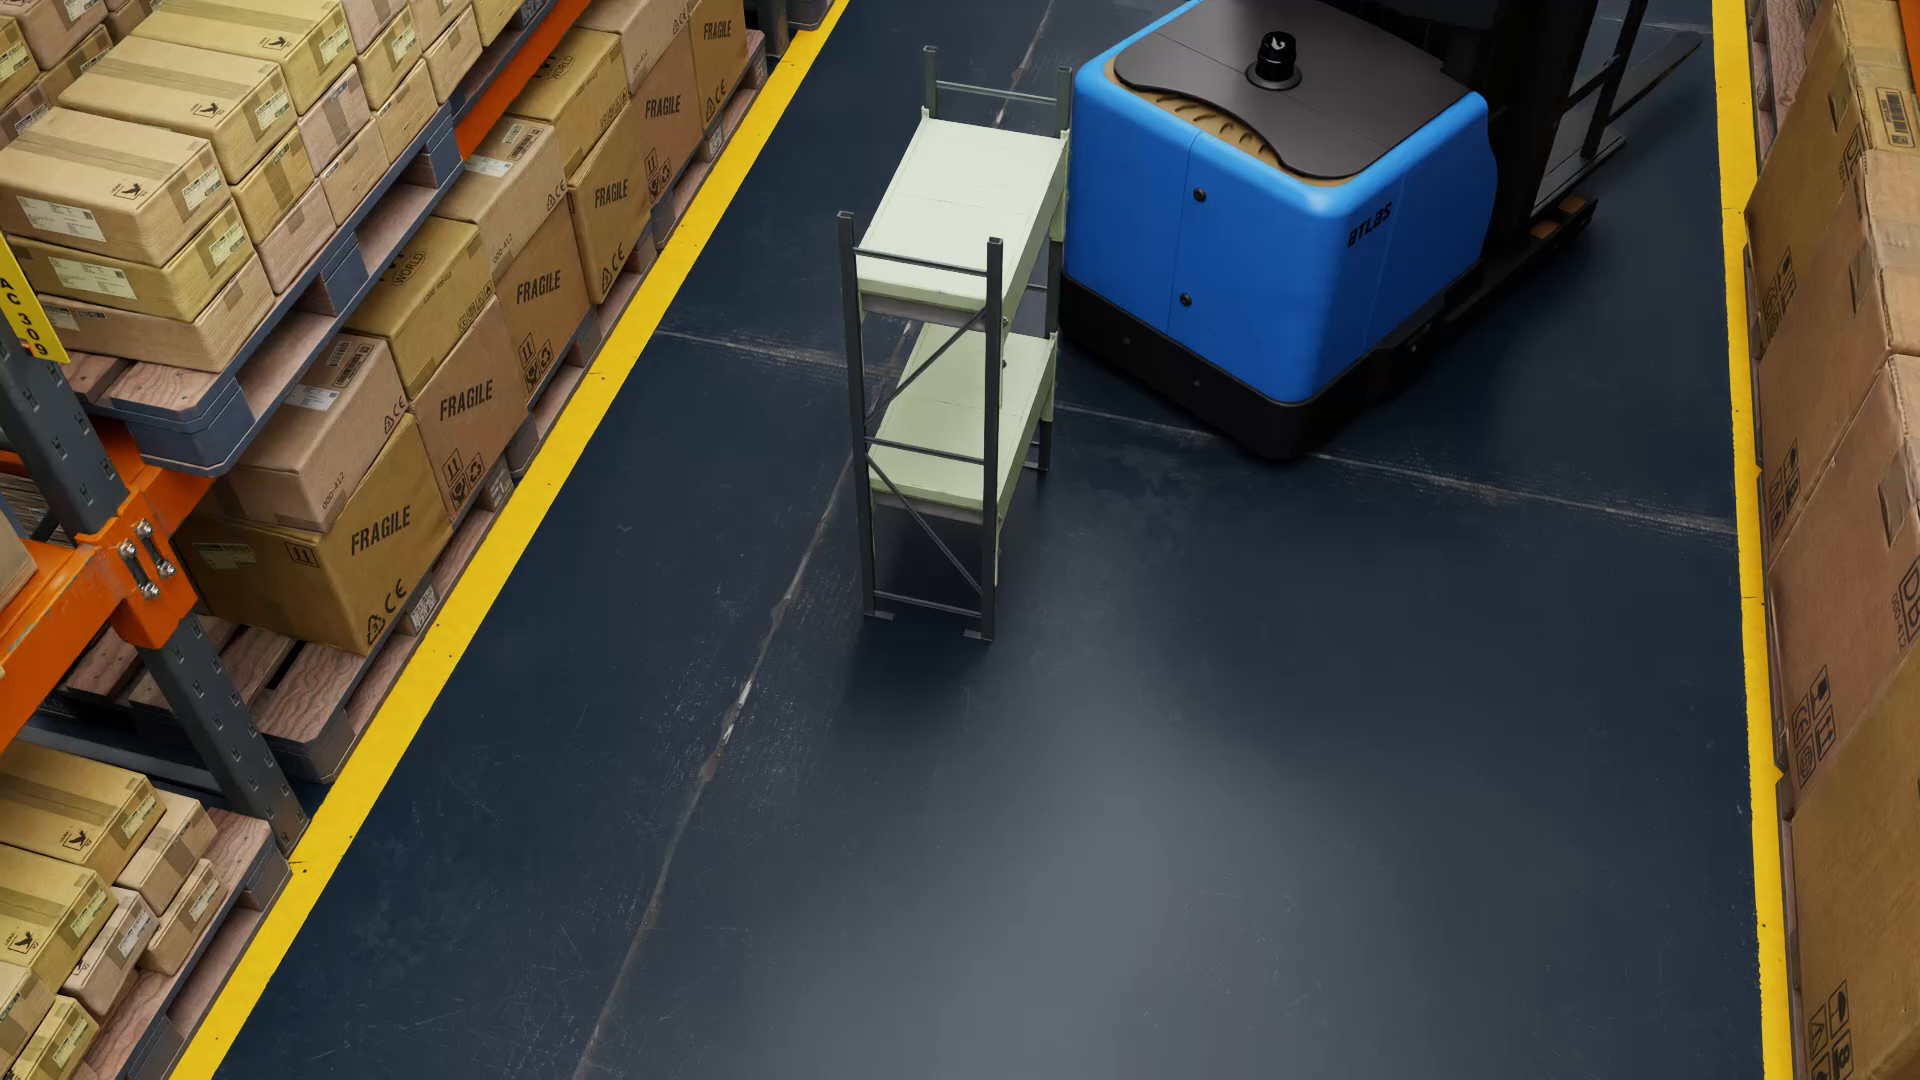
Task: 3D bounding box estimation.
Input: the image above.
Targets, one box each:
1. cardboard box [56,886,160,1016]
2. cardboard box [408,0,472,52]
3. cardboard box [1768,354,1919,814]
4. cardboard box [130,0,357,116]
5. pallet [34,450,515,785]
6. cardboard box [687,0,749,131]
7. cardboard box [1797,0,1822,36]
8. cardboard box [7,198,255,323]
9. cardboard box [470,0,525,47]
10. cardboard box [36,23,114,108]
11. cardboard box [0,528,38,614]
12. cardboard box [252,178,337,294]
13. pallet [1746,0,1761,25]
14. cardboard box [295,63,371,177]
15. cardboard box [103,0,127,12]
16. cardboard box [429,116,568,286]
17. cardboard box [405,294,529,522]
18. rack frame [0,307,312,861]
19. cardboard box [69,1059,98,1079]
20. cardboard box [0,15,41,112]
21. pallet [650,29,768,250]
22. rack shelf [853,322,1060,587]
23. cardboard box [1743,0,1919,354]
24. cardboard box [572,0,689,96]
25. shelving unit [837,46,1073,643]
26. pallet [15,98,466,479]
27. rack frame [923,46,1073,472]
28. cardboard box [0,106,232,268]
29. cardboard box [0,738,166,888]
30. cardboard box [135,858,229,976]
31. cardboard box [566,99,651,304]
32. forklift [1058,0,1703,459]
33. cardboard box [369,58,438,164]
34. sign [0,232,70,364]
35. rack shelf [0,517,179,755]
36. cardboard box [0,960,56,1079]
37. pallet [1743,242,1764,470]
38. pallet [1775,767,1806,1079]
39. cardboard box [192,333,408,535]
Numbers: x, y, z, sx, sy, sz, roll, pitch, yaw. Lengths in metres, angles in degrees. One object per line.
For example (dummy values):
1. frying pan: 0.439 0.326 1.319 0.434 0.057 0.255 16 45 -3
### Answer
1. cardboard box: -2.115 0.923 3.857 0.380 0.149 0.250 9 49 8
2. cardboard box: -1.461 -1.378 4.155 0.380 0.149 0.250 13 50 12
3. cardboard box: 2.863 0.231 4.182 1.225 0.875 0.875 10 49 9
4. cardboard box: -1.594 -1.106 3.716 0.380 0.149 0.250 12 50 10
5. pallet: -2.076 0.088 5.032 1.003 0.211 1.213 12 50 10
6. cardboard box: -1.147 -1.949 6.357 0.500 0.500 0.500 11 50 10
7. cardboard box: 3.823 -2.324 6.674 0.700 0.500 0.500 8 49 7
8. cardboard box: -1.732 -0.620 3.486 0.380 0.149 0.250 12 50 11
9. cardboard box: -1.393 -1.467 4.432 0.380 0.149 0.250 11 49 9
10. cardboard box: -2.229 -1.122 3.929 0.380 0.149 0.250 14 50 12
11. cardboard box: -2.129 0.064 3.360 0.380 0.149 0.250 11 50 10
12. cardboard box: -1.664 -0.723 3.775 0.380 0.149 0.250 12 50 11
13. pallet: 4.062 -2.635 7.435 1.003 0.211 1.213 12 50 10
14. cardboard box: -1.598 -0.995 3.816 0.380 0.149 0.250 13 50 11
15. cardboard box: -2.153 -1.424 3.997 0.380 0.149 0.250 11 50 10
16. cardboard box: -1.554 -1.067 5.078 0.500 0.250 0.500 13 50 11
17. cardboard box: -1.691 -0.448 5.032 0.500 0.500 0.500 14 50 12
18. rack frame: -2.279 -0.271 3.489 1.000 3.000 0.127 12 50 10
19. cardboard box: -2.210 1.259 3.759 0.380 0.149 0.250 10 49 9
20. cardboard box: -2.292 -1.048 3.665 0.380 0.149 0.250 10 49 9
21. pallet: -1.434 -1.677 6.589 1.003 0.211 1.213 12 50 10
22. rack shelf: 0.002 -0.285 4.936 0.431 0.370 0.720 12 50 10
23. cardboard box: 3.330 -1.054 5.316 1.225 0.875 0.875 9 49 8
24. cardboard box: -1.276 -1.811 5.735 0.500 0.250 0.500 12 50 11
25. shelving unit: 0.002 -0.501 4.692 0.431 1.500 0.755 12 50 10
26. pallet: -1.938 -0.732 4.023 1.003 0.211 1.213 12 50 10
27. rack frame: 0.098 -0.766 4.926 0.400 1.500 0.023 12 50 10
28. cardboard box: -1.732 -0.718 3.374 0.380 0.149 0.250 14 50 12
29. cardboard box: -2.122 0.645 3.905 0.380 0.149 0.250 13 50 11
30. cardboard box: -2.054 0.884 4.091 0.380 0.149 0.250 12 50 11
31. cardboard box: -1.411 -1.188 5.685 0.500 0.500 0.500 10 49 8
32. forklift: 1.725 -2.236 5.268 1.130 2.935 3.031 36 58 28
33. cardboard box: -1.528 -1.085 4.094 0.380 0.149 0.250 12 50 10
34. sign: -1.754 -0.456 3.075 0.100 0.325 0.005 12 50 10
35. rack shelf: -2.806 1.413 2.482 1.077 0.370 4.000 12 50 10
36. cardboard box: -2.209 1.019 3.575 0.380 0.149 0.250 11 50 10
37. pallet: 3.252 -0.635 5.669 1.003 0.211 1.213 12 50 10
38. pallet: 2.610 1.130 4.112 1.003 0.211 1.213 12 50 10
39. cardboard box: -1.830 -0.314 4.413 0.500 0.250 0.500 10 49 8
